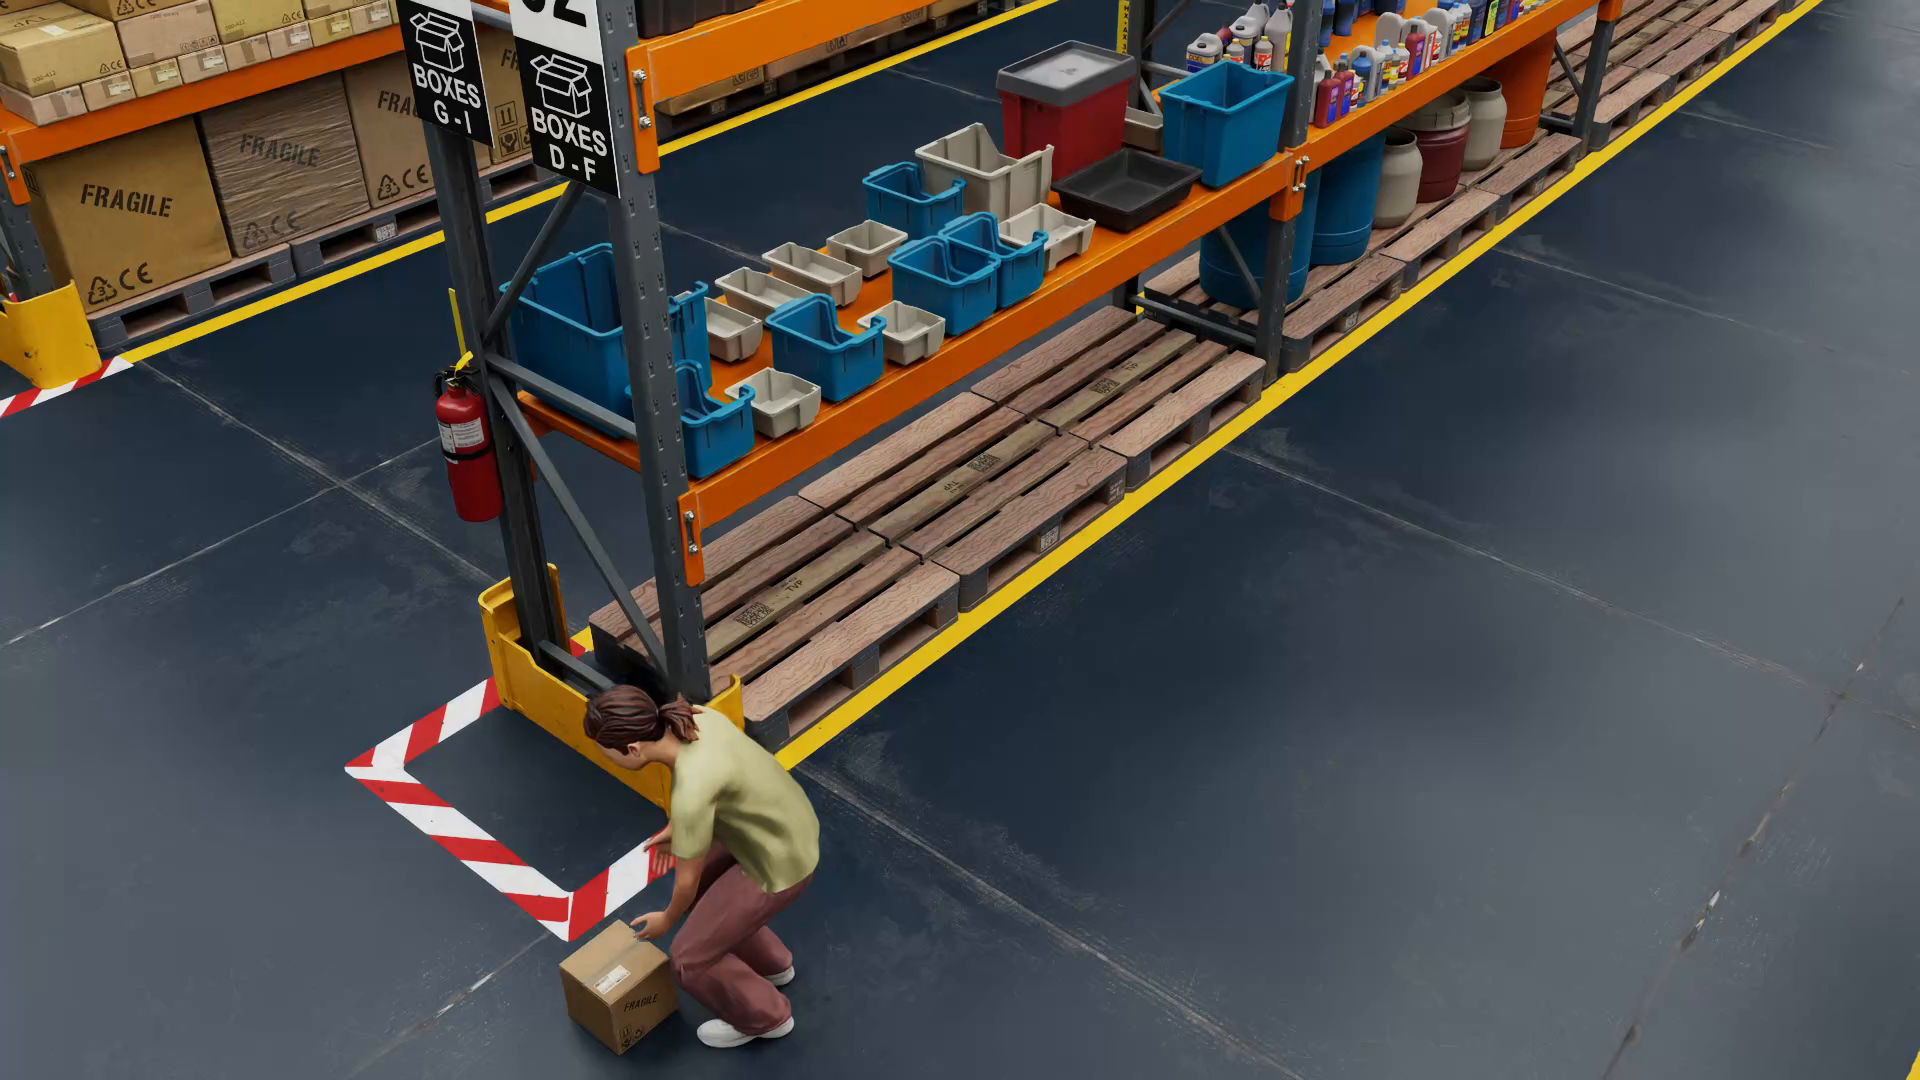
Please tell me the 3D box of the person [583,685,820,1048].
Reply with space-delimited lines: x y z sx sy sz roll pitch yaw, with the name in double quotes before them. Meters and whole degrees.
"person" -0.737 0.977 5.011 0.634 1.390 0.509 -3 35 -4
